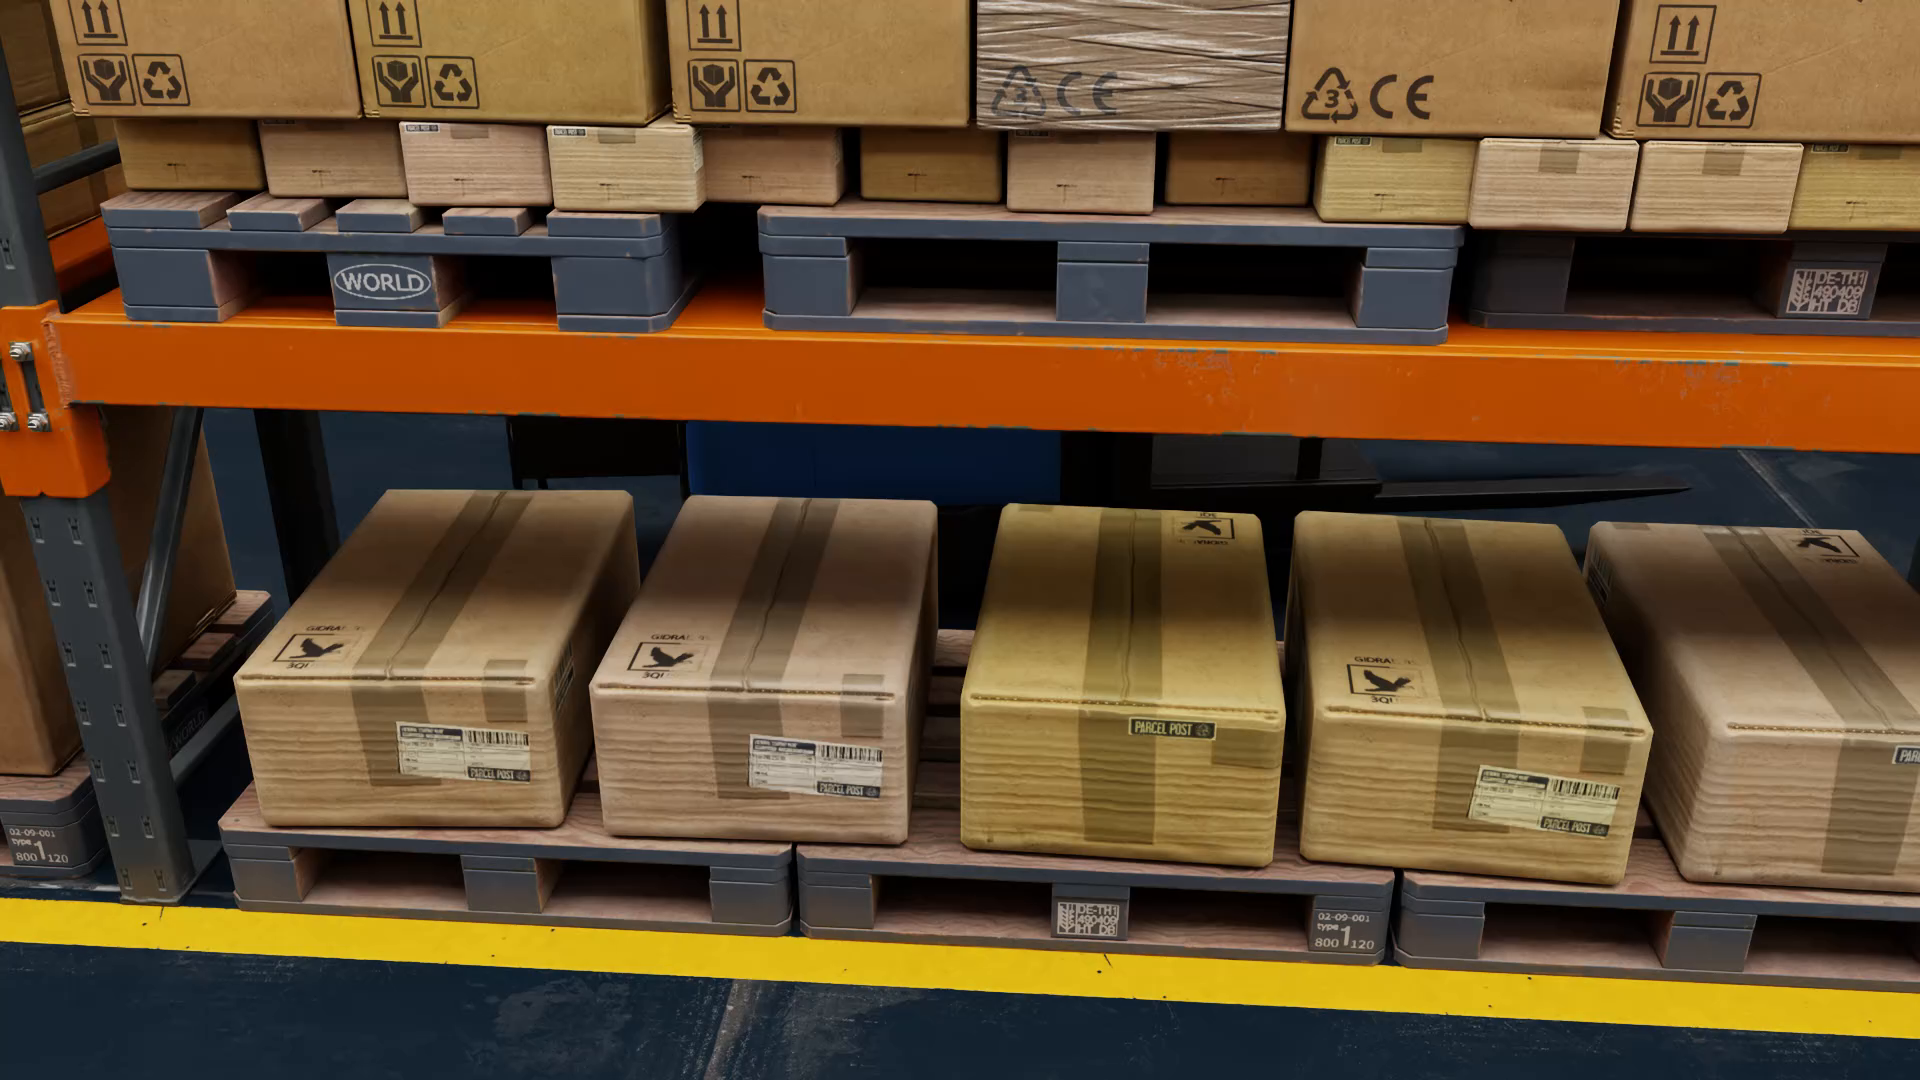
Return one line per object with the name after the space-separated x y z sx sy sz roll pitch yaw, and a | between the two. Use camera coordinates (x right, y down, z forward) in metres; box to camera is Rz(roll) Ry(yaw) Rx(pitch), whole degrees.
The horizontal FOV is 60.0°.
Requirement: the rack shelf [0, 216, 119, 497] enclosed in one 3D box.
-3.686 -0.527 3.666 4.000 0.370 1.077 2 25 4 | rack shelf

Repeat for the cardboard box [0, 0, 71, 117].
-2.179 -1.067 3.563 0.500 0.250 0.500 2 25 4 | cardboard box

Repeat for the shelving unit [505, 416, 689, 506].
-1.063 -0.915 4.726 0.503 2.100 0.431 -2 25 -4 | shelving unit

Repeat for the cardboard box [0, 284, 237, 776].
-2.375 -0.072 3.857 0.875 0.875 0.875 2 25 4 | cardboard box

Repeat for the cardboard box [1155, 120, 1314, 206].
0.491 -0.729 3.045 0.250 0.149 0.380 1 25 2 | cardboard box

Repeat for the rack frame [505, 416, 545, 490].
-1.306 -0.907 4.709 0.015 2.100 0.400 -2 25 -4 | rack frame

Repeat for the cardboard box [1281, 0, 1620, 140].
0.809 -0.986 2.827 0.500 0.500 0.500 3 25 6 | cardboard box

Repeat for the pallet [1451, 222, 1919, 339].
1.545 -0.659 3.324 1.213 0.211 1.003 2 25 4 | pallet

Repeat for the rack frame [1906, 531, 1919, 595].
2.296 -0.661 3.099 0.127 3.000 1.000 2 25 4 | rack frame

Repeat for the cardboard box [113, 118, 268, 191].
-1.382 -0.778 3.151 0.250 0.149 0.380 0 25 1 | cardboard box

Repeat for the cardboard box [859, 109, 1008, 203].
-0.030 -0.742 3.072 0.250 0.149 0.380 3 25 6 | cardboard box

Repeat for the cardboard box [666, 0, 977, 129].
-0.211 -1.022 2.904 0.500 0.500 0.500 2 25 5 | cardboard box

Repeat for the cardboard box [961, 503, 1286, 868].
0.362 0.283 3.688 0.625 0.372 0.950 3 25 6 | cardboard box

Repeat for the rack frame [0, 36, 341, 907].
-1.692 -0.789 3.377 0.127 3.000 1.000 2 25 4 | rack frame

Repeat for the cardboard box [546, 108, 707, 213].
-0.561 -0.710 3.002 0.250 0.149 0.380 2 25 4 | cardboard box

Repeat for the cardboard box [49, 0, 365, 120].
-1.261 -1.050 2.965 0.500 0.500 0.500 1 25 3 | cardboard box

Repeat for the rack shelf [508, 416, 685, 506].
-1.063 -0.266 5.024 0.480 0.518 0.431 -2 25 -4 | rack shelf

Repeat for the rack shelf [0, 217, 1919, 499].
0.302 -0.399 3.388 4.000 0.370 1.077 2 25 4 | rack shelf

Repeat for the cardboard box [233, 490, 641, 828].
-1.130 0.236 3.790 0.625 0.372 0.950 0 25 0 | cardboard box

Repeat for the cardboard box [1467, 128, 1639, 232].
0.986 -0.655 2.884 0.250 0.149 0.380 2 25 4 | cardboard box

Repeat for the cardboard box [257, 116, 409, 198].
-1.103 -0.755 3.101 0.250 0.149 0.380 0 25 1 | cardboard box

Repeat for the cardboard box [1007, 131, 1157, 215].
0.225 -0.706 2.994 0.250 0.149 0.380 3 25 6 | cardboard box

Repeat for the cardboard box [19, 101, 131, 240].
-2.161 -0.842 3.670 0.500 0.250 0.500 1 25 3 | cardboard box

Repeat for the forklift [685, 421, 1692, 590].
0.700 -1.382 4.747 3.031 2.935 1.130 -2 25 -4 | forklift

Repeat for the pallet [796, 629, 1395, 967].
0.300 0.543 3.817 1.213 0.211 1.003 2 25 4 | pallet

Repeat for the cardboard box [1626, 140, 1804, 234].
1.240 -0.648 2.869 0.250 0.149 0.380 1 25 3 | cardboard box

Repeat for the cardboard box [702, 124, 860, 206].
-0.315 -0.734 3.056 0.250 0.149 0.380 3 25 7 | cardboard box

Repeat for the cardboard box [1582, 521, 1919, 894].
1.773 0.326 3.595 0.625 0.372 0.950 2 25 5 | cardboard box

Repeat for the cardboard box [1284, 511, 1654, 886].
1.056 0.304 3.641 0.625 0.372 0.950 3 25 7 | cardboard box

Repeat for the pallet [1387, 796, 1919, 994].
1.520 0.581 3.735 1.213 0.211 1.003 2 25 4 | pallet

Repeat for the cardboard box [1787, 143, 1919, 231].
1.500 -0.655 2.884 0.250 0.149 0.380 1 25 2 | cardboard box

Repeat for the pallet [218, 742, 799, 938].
-0.913 0.503 3.904 1.213 0.211 1.003 2 25 4 | pallet

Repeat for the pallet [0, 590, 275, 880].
-2.473 0.421 4.083 1.213 0.211 1.003 2 25 4 | pallet

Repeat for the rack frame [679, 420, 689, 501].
-0.820 -0.922 4.742 0.015 2.100 0.400 -2 25 -4 | rack frame

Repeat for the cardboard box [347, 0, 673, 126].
-0.741 -1.036 2.935 0.500 0.500 0.500 3 25 7 | cardboard box

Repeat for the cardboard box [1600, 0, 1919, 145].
1.323 -0.967 2.786 0.500 0.500 0.500 2 25 4 | cardboard box

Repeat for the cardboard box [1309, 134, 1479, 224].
0.746 -0.678 2.933 0.250 0.149 0.380 2 25 4 | cardboard box

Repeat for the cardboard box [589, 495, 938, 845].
-0.393 0.256 3.746 0.625 0.372 0.950 1 25 3 | cardboard box

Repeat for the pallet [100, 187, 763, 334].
-0.974 -0.724 3.464 1.003 0.211 1.213 2 25 4 | pallet

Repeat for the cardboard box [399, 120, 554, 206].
-0.834 -0.727 3.040 0.250 0.149 0.380 0 25 1 | cardboard box

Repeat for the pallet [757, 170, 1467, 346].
0.285 -0.656 3.317 1.213 0.211 1.003 2 25 4 | pallet

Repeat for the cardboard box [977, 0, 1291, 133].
0.287 -1.003 2.863 0.500 0.500 0.500 1 25 2 | cardboard box
